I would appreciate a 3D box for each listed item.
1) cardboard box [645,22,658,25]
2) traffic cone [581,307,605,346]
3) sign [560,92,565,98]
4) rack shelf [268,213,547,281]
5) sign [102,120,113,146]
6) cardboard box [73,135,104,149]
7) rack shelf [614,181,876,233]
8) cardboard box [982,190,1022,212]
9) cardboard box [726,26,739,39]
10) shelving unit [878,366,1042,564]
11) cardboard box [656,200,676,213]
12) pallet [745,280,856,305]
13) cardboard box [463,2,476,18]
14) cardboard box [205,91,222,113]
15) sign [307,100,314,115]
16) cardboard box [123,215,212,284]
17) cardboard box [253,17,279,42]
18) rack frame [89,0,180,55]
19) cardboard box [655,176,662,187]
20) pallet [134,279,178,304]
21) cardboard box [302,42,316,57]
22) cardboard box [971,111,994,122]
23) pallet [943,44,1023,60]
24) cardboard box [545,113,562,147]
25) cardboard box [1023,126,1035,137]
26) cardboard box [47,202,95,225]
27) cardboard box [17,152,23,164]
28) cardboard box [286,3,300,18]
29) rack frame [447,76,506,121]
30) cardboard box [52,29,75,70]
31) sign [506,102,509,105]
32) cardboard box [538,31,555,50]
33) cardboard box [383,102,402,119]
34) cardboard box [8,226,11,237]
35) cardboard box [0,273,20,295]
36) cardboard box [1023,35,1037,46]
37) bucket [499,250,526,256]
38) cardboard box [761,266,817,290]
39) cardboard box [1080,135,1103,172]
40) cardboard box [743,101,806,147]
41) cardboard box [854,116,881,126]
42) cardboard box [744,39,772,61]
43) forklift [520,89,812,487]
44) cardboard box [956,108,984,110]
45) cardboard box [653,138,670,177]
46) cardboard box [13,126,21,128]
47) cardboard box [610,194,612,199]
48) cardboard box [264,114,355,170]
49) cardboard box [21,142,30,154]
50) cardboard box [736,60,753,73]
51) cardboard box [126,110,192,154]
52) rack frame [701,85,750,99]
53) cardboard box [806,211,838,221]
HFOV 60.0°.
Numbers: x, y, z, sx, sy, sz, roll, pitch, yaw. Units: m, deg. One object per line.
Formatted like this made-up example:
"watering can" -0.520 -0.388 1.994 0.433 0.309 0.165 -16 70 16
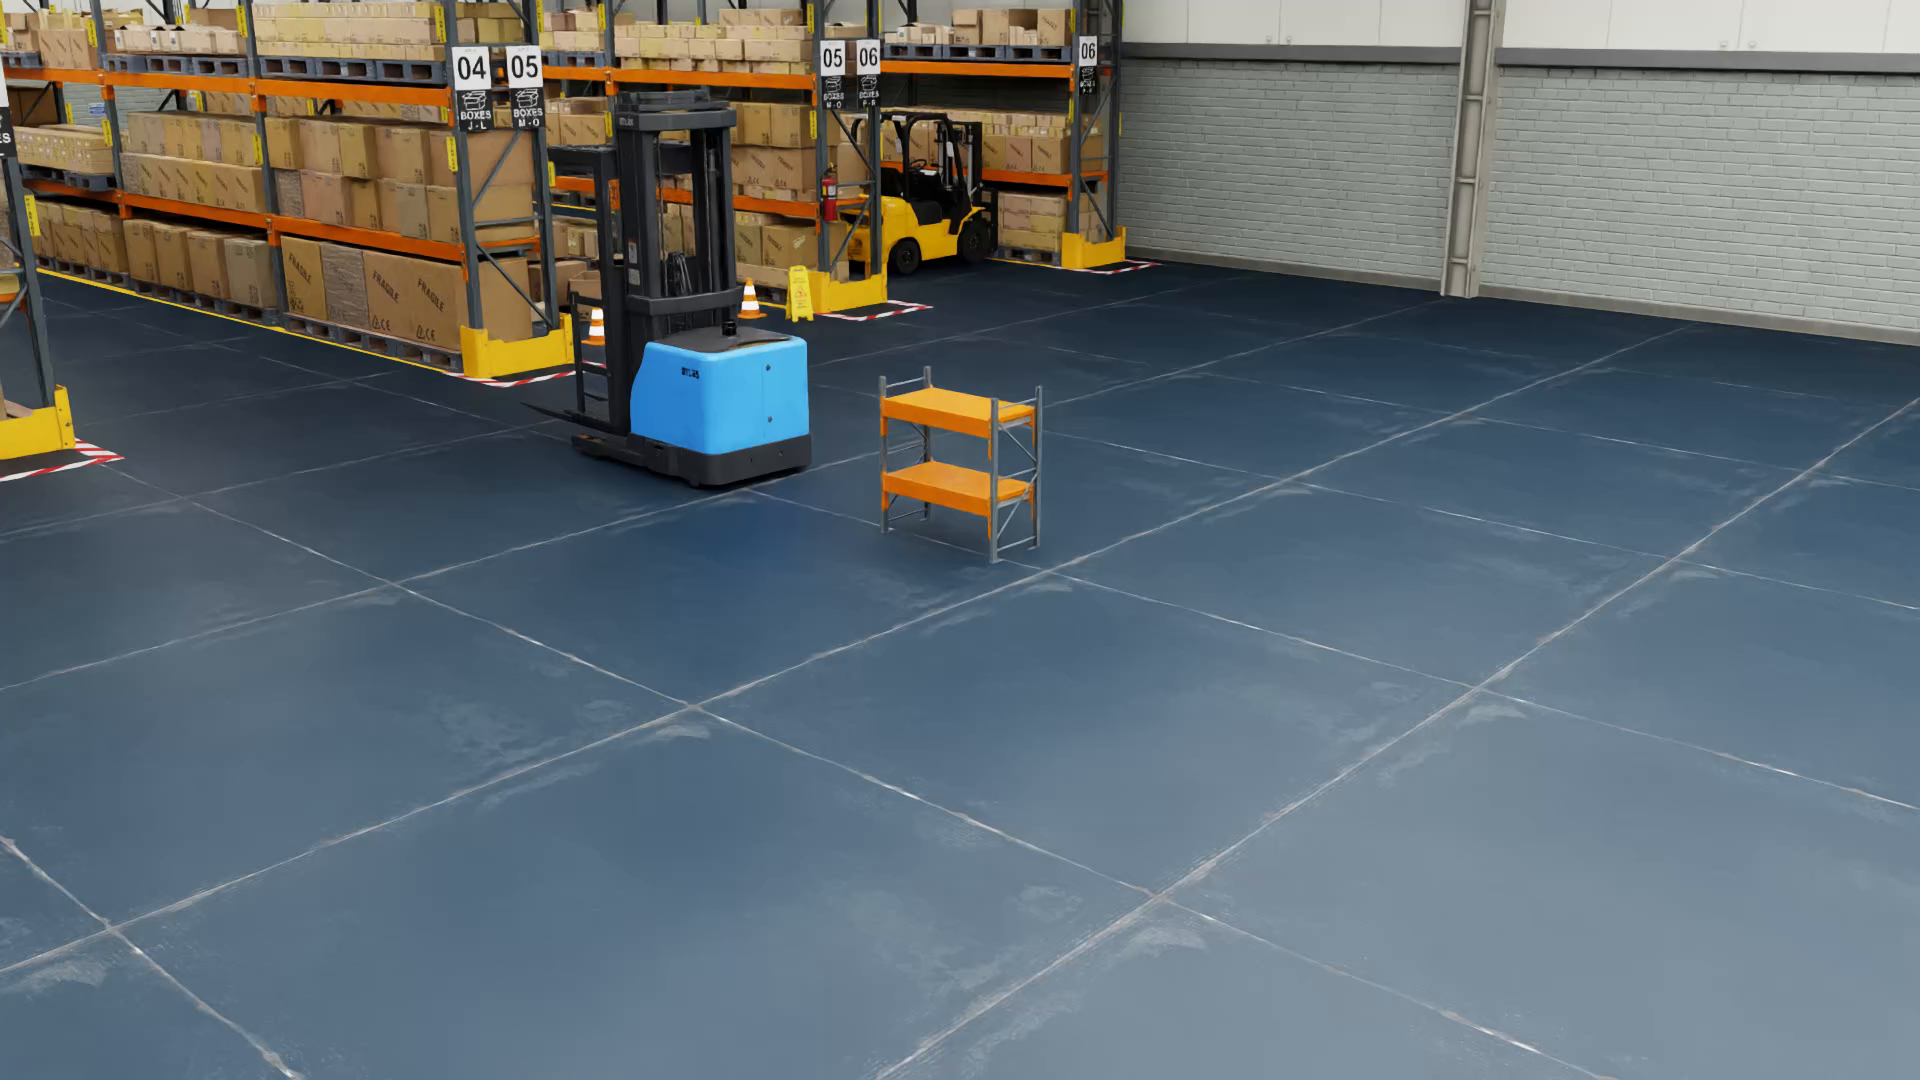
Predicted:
"cardboard box" -5.283 -8.983 29.097 0.250 0.149 0.380 14 23 38
"traffic cone" -4.023 -2.429 18.500 0.334 0.463 0.336 15 23 39
"sign" -7.396 -8.172 30.972 0.005 0.325 0.100 15 23 39
"rack shelf" -6.064 -3.269 18.143 4.000 0.370 1.077 15 23 39
"sign" -10.905 -5.206 21.274 0.005 0.325 0.100 15 23 39
"cardboard box" -11.409 -5.226 21.858 0.250 0.149 0.380 15 23 39
"rack shelf" -2.854 -4.409 21.735 4.000 0.370 1.077 15 23 39
"cardboard box" 0.613 -5.063 24.803 0.500 0.250 0.500 15 23 40
"cardboard box" -2.689 -6.321 20.709 0.250 0.149 0.380 14 22 38
"shelving unit" -0.005 -0.538 11.446 1.048 1.125 0.538 15 23 39
"cardboard box" -4.034 -4.492 22.345 0.250 0.149 0.380 15 23 40
"pallet" -1.999 -3.208 21.370 1.213 0.211 1.003 15 23 39
"cardboard box" -4.793 -5.338 16.751 0.250 0.149 0.380 15 23 40
"cardboard box" -13.155 -7.926 29.811 0.500 0.500 0.500 14 23 38
"sign" -10.701 -7.084 27.414 0.005 0.325 0.100 15 23 39
"cardboard box" -10.156 -3.802 21.657 0.750 0.750 1.050 15 23 39
"cardboard box" -7.380 -5.600 18.235 0.500 0.250 0.500 15 23 40
"rack frame" -10.552 -7.676 20.922 0.127 3.000 1.000 15 23 39
"cardboard box" -3.885 -4.813 22.233 0.250 0.149 0.380 15 23 39
"pallet" -10.012 -3.312 21.699 1.213 0.211 1.003 15 23 39
"cardboard box" -6.751 -5.217 17.690 0.250 0.149 0.380 15 23 38
"cardboard box" 0.375 -6.304 24.787 0.250 0.149 0.380 15 23 40
"pallet" 0.506 -7.255 24.699 1.213 0.211 1.003 15 23 39
"cardboard box" -5.601 -5.788 23.540 0.500 0.500 0.500 16 24 41
"cardboard box" 1.124 -5.948 24.157 0.250 0.149 0.380 16 23 40
"cardboard box" -12.388 -4.568 23.245 0.500 0.250 0.500 16 24 41
"cardboard box" -12.971 -5.361 23.266 0.250 0.149 0.380 15 23 40
"cardboard box" -6.942 -5.649 17.730 0.250 0.149 0.380 15 23 38
"rack frame" -7.342 -5.957 25.423 0.127 3.000 1.000 15 23 39
"cardboard box" -11.530 -6.449 21.848 0.500 0.500 0.500 15 23 39
"sign" -6.988 -6.596 25.652 0.005 0.325 0.100 15 23 39
"cardboard box" -5.639 -7.002 23.311 0.500 0.250 0.500 15 23 40
"cardboard box" -8.658 -6.728 26.034 0.500 0.500 0.500 15 23 39
"cardboard box" -13.990 -4.594 24.656 0.250 0.149 0.380 16 23 40
"cardboard box" -7.991 -2.100 13.685 0.250 0.149 0.380 15 23 39
"cardboard box" 1.113 -7.130 23.715 0.250 0.149 0.380 14 22 38
"bucket" -5.928 -3.672 21.122 0.726 0.611 0.620 -9 10 -27
"cardboard box" -2.159 -3.346 21.048 0.500 0.250 0.500 15 23 39
"cardboard box" 1.748 -5.684 24.398 0.500 0.500 0.500 16 24 41
"cardboard box" -2.259 -5.173 20.643 0.500 0.500 0.700 15 23 40
"cardboard box" -1.461 -6.653 26.377 0.250 0.149 0.380 16 24 41
"cardboard box" -2.286 -5.997 20.346 0.500 0.250 0.500 15 23 39
"forklift" -2.593 -2.166 13.590 3.031 2.935 1.130 17 24 42
"cardboard box" 0.158 -6.578 25.650 0.250 0.149 0.380 15 23 38
"cardboard box" -3.815 -5.096 22.054 0.500 0.500 0.500 15 23 39
"cardboard box" -13.554 -5.801 23.668 0.250 0.149 0.380 17 24 42
"cardboard box" -6.424 -6.640 31.012 0.500 0.500 0.500 15 23 39
"cardboard box" -7.307 -4.518 18.855 0.550 0.550 0.875 15 23 39
"cardboard box" -12.767 -5.450 23.054 0.250 0.149 0.380 16 24 41
"cardboard box" -2.558 -5.878 20.630 0.250 0.149 0.380 15 23 39
"cardboard box" -10.222 -5.248 21.372 0.500 0.500 0.700 15 23 39
"rack frame" -4.050 -7.081 28.964 0.127 3.000 1.000 15 23 39
"cardboard box" -2.031 -5.605 27.547 0.625 0.625 0.875 15 23 39
